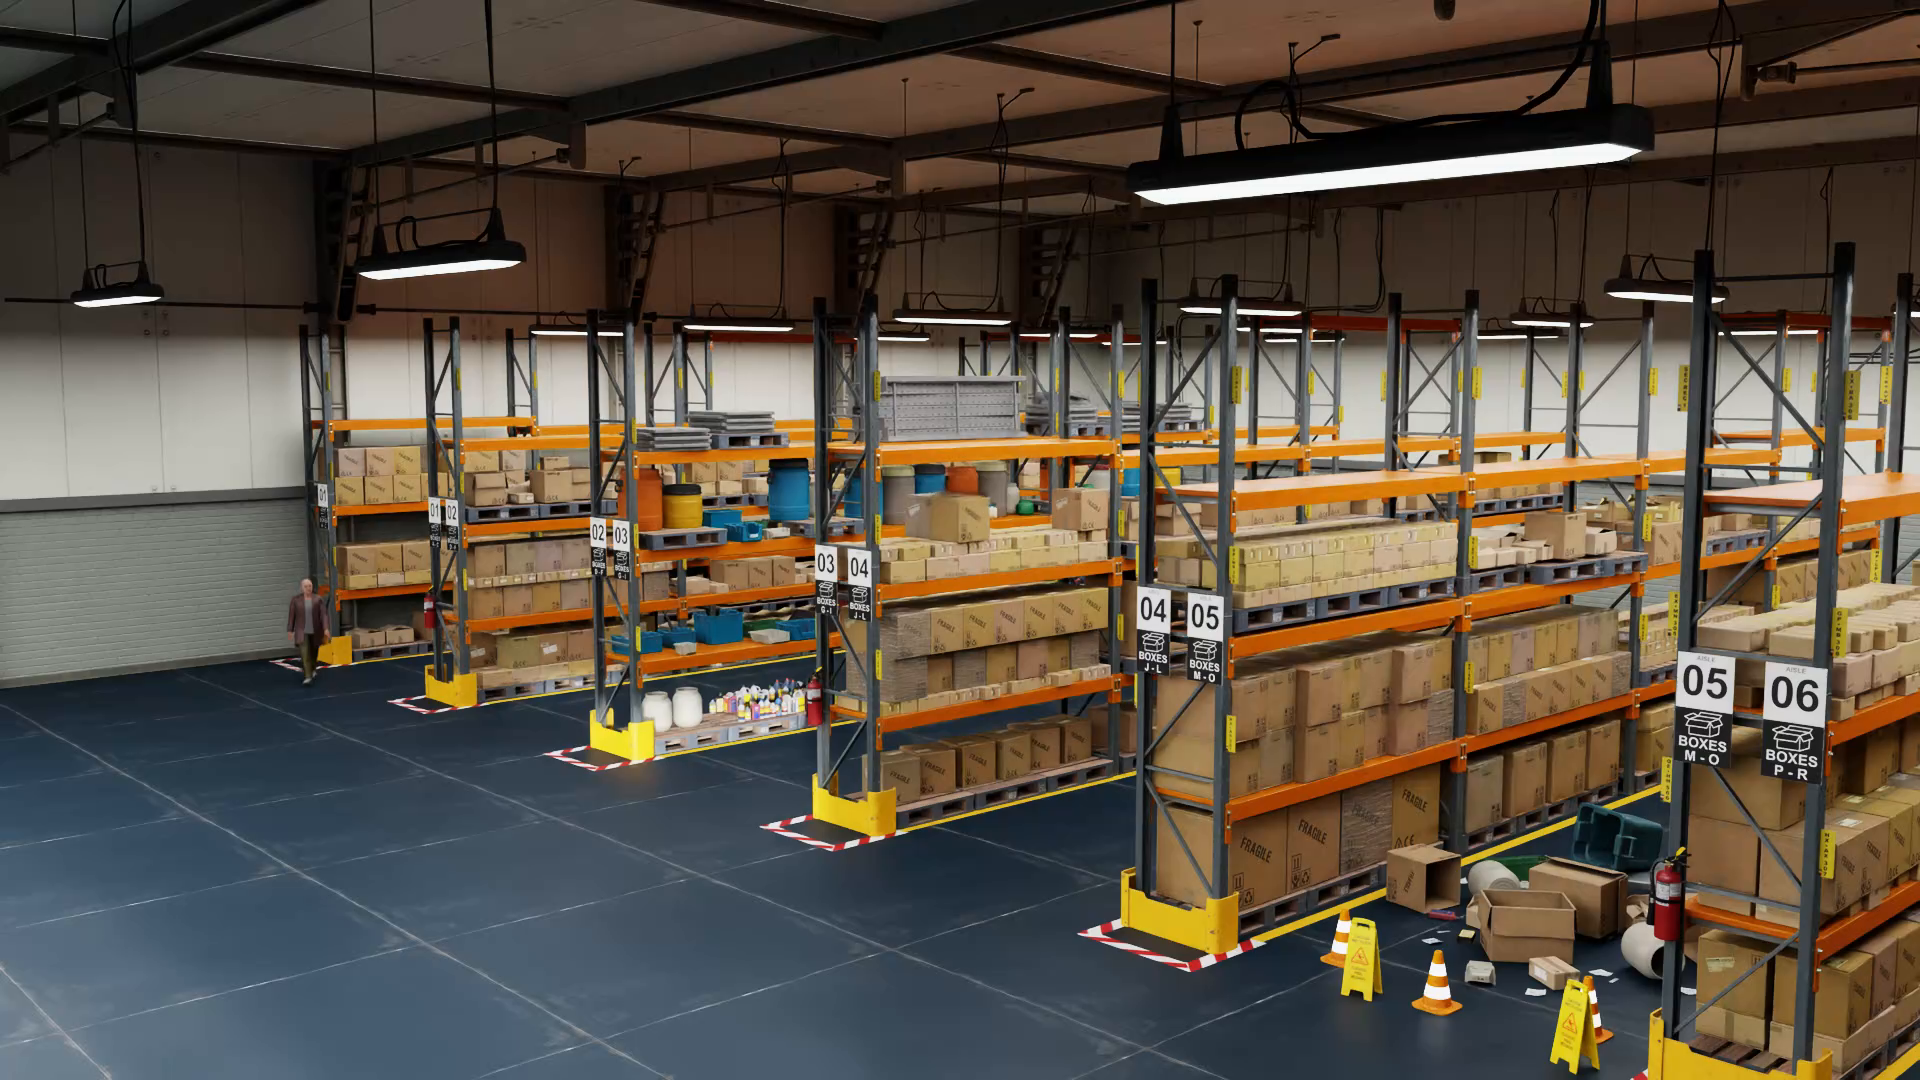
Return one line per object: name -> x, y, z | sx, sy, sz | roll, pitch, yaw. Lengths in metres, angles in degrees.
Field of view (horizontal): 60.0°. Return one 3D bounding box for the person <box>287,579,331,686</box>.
person -> -10.804, 1.513, 27.583 | 0.658, 1.733, 1.146 | -3, 6, -27
